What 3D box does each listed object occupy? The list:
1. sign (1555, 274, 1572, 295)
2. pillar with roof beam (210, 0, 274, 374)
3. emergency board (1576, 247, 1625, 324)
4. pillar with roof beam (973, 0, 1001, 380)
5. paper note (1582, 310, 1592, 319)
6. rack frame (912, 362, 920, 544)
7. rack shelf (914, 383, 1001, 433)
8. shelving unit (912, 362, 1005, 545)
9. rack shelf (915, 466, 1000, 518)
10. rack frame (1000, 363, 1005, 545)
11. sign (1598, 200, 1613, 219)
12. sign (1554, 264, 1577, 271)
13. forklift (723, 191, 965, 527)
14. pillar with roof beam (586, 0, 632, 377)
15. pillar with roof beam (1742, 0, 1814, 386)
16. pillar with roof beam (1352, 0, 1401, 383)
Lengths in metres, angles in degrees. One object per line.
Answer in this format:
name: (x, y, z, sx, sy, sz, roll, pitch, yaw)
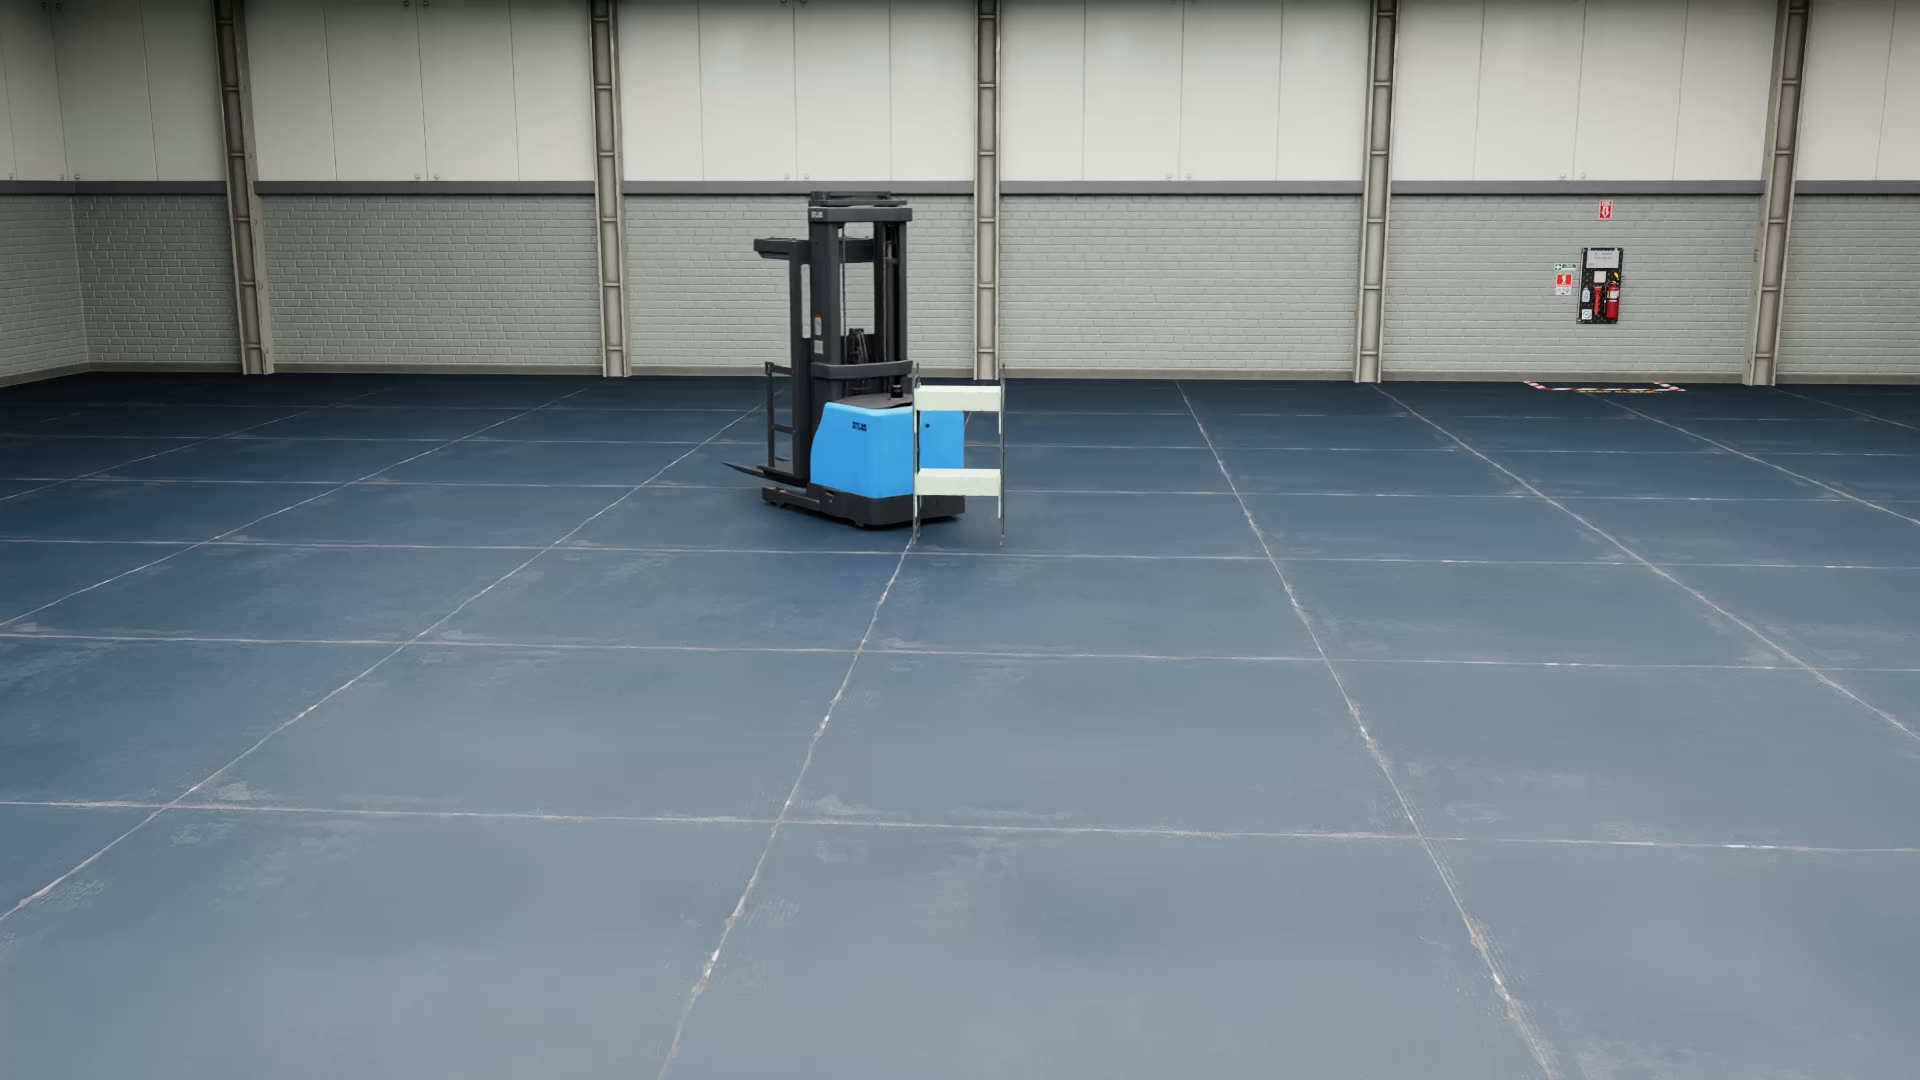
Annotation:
sign: (9.388, -3.975, 25.856, 0.234, 0.329, 0.001, 1, 12, 4)
pillar with roof beam: (-11.838, -6.272, 22.275, 0.400, 9.000, 9.100, 1, 12, 4)
emergency board: (9.933, -3.928, 25.722, 0.643, 1.169, 0.194, 1, 12, 4)
pillar with roof beam: (0.136, -6.108, 21.490, 0.400, 9.000, 9.100, 1, 12, 4)
paper note: (9.761, -3.514, 25.892, 0.142, 0.148, 0.016, 1, 12, 4)
rack frame: (-0.372, -0.739, 14.139, 0.023, 1.500, 0.400, 1, 12, 4)
rack shelf: (-0.007, -1.116, 14.035, 0.720, 0.370, 0.431, 1, 12, 4)
shelving unit: (-0.007, -0.734, 14.115, 0.755, 1.500, 0.431, 1, 12, 4)
rack shelf: (-0.007, -0.415, 14.182, 0.720, 0.370, 0.431, 1, 12, 4)
rack frame: (0.359, -0.729, 14.091, 0.023, 1.500, 0.400, 1, 12, 4)
sign: (9.932, -5.084, 25.583, 0.199, 0.298, 0.001, 1, 12, 4)
sign: (9.392, -4.232, 25.792, 0.331, 0.109, 0.001, 1, 12, 4)
forklift: (-1.238, -1.798, 15.705, 1.130, 2.935, 3.031, -9, 15, -36)
pillar with roof beam: (-5.851, -6.190, 21.882, 0.400, 9.000, 9.100, 1, 12, 4)
pillar with roof beam: (12.109, -5.944, 20.705, 0.400, 9.000, 9.100, 1, 12, 4)
pillar with roof beam: (6.122, -6.026, 21.097, 0.400, 9.000, 9.100, 1, 12, 4)
